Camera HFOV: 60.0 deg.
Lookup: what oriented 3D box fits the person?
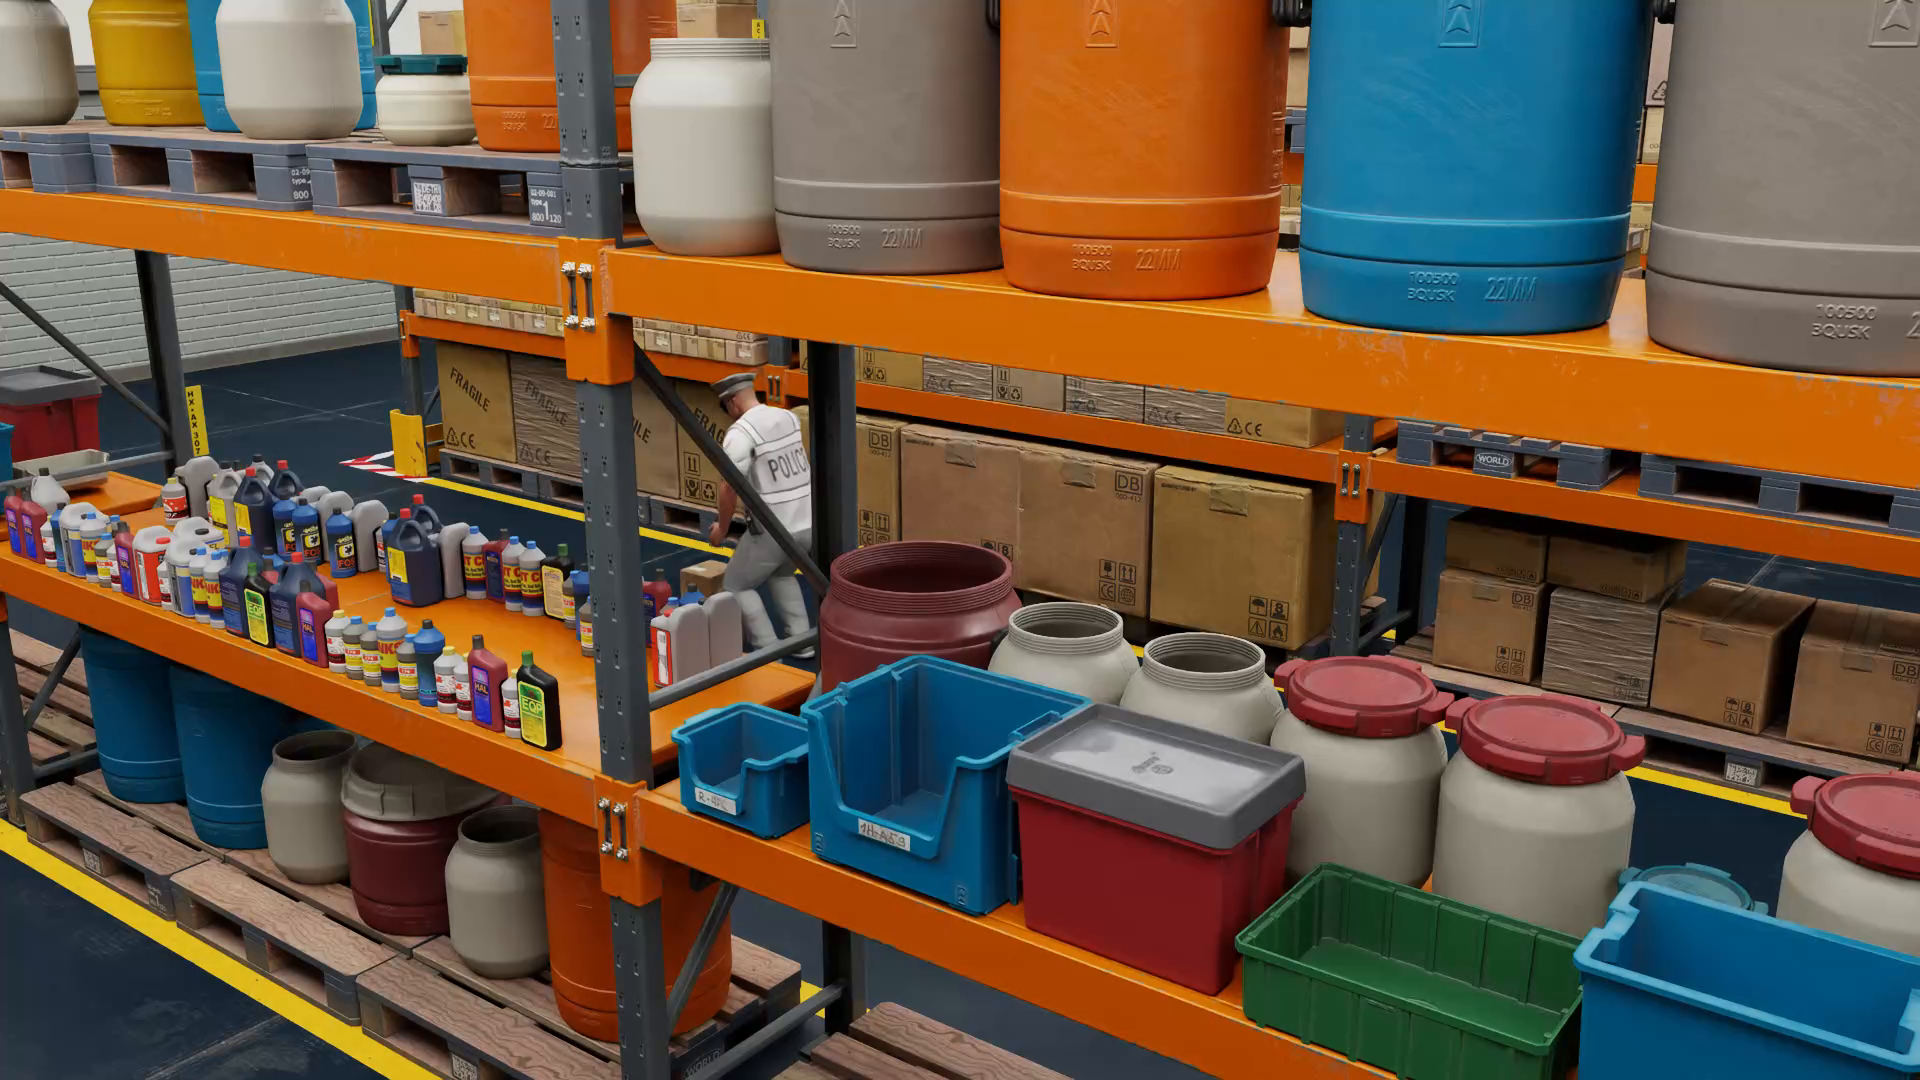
[{"bbox_3d":[-1.068,-0.093,9.075,0.609,1.633,0.575,12,20,36],"label":"person"}]
